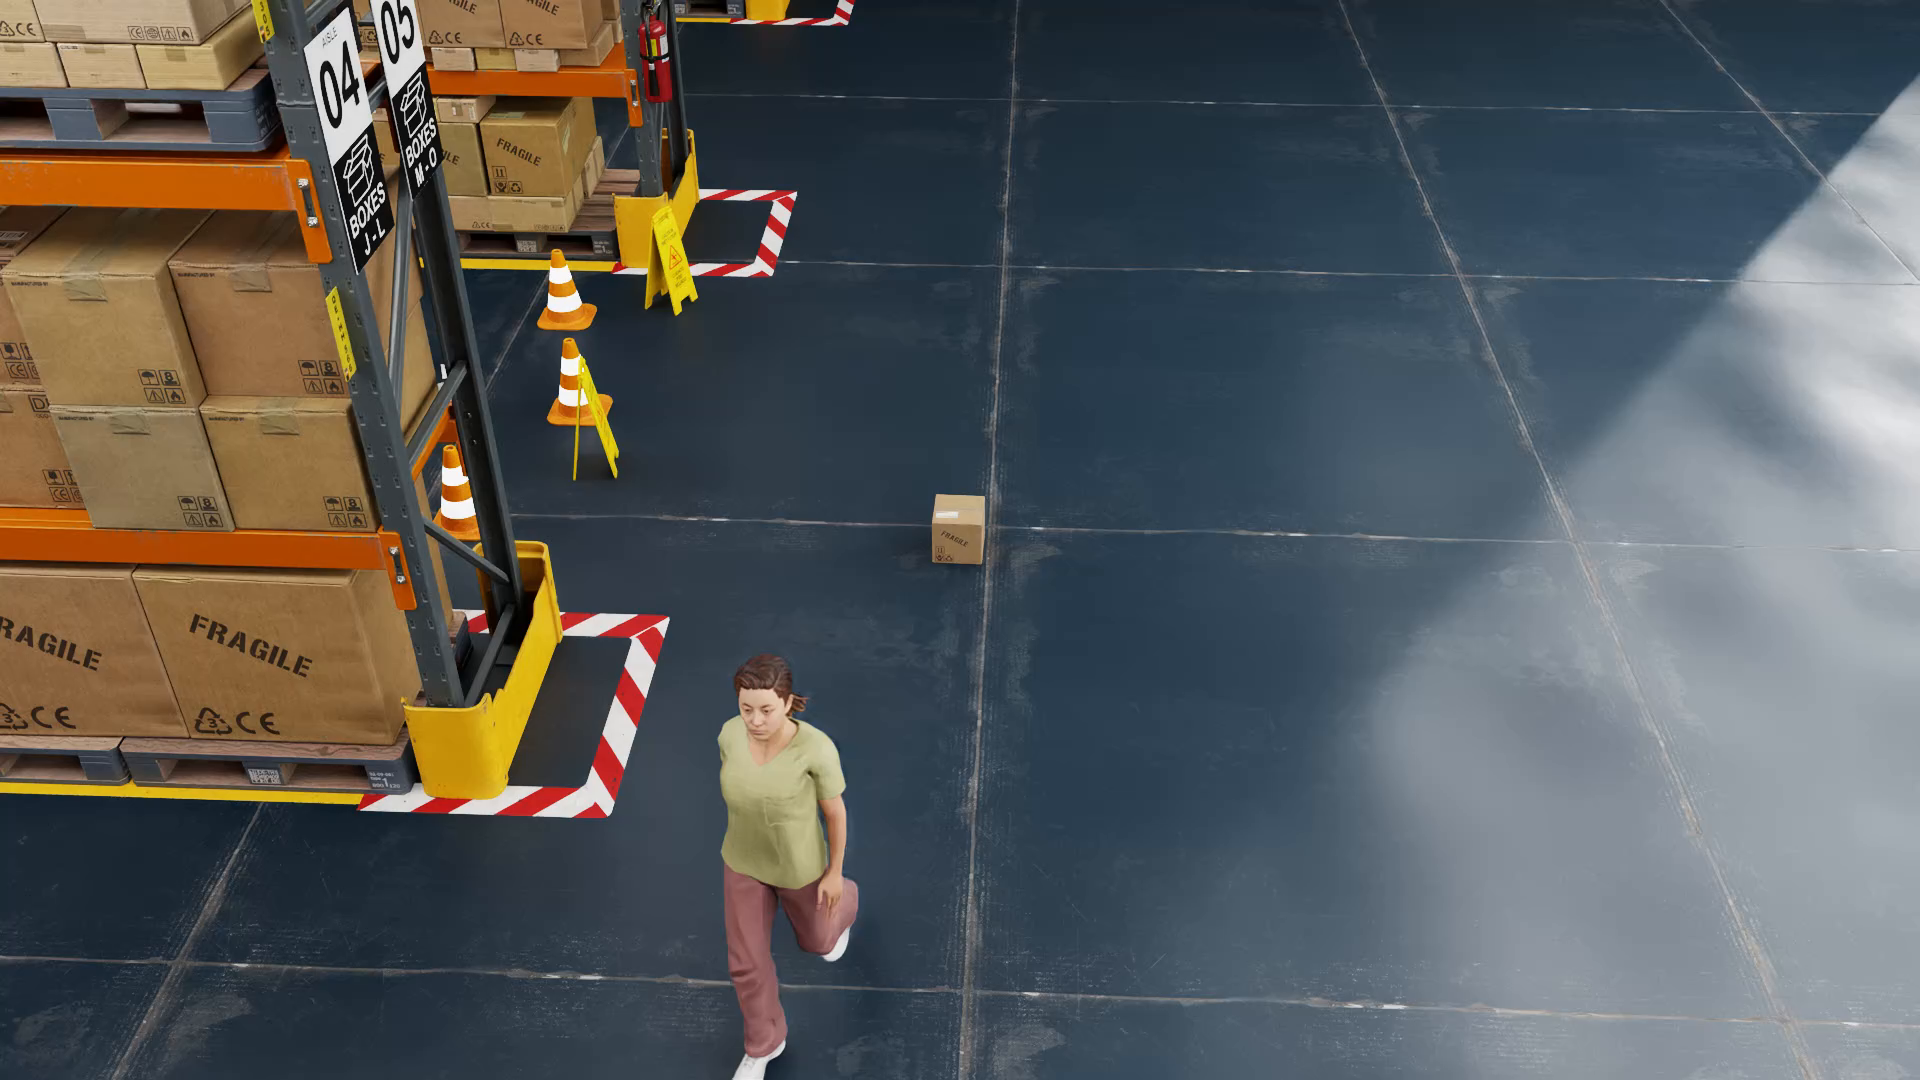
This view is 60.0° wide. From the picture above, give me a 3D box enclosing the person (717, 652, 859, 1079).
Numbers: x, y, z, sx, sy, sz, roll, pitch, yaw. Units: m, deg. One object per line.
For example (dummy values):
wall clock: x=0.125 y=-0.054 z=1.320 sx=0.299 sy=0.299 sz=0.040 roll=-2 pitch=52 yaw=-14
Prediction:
person: x=-0.589 y=1.059 z=5.642 sx=0.454 sy=1.635 sz=0.882 roll=9 pitch=37 yaw=12
